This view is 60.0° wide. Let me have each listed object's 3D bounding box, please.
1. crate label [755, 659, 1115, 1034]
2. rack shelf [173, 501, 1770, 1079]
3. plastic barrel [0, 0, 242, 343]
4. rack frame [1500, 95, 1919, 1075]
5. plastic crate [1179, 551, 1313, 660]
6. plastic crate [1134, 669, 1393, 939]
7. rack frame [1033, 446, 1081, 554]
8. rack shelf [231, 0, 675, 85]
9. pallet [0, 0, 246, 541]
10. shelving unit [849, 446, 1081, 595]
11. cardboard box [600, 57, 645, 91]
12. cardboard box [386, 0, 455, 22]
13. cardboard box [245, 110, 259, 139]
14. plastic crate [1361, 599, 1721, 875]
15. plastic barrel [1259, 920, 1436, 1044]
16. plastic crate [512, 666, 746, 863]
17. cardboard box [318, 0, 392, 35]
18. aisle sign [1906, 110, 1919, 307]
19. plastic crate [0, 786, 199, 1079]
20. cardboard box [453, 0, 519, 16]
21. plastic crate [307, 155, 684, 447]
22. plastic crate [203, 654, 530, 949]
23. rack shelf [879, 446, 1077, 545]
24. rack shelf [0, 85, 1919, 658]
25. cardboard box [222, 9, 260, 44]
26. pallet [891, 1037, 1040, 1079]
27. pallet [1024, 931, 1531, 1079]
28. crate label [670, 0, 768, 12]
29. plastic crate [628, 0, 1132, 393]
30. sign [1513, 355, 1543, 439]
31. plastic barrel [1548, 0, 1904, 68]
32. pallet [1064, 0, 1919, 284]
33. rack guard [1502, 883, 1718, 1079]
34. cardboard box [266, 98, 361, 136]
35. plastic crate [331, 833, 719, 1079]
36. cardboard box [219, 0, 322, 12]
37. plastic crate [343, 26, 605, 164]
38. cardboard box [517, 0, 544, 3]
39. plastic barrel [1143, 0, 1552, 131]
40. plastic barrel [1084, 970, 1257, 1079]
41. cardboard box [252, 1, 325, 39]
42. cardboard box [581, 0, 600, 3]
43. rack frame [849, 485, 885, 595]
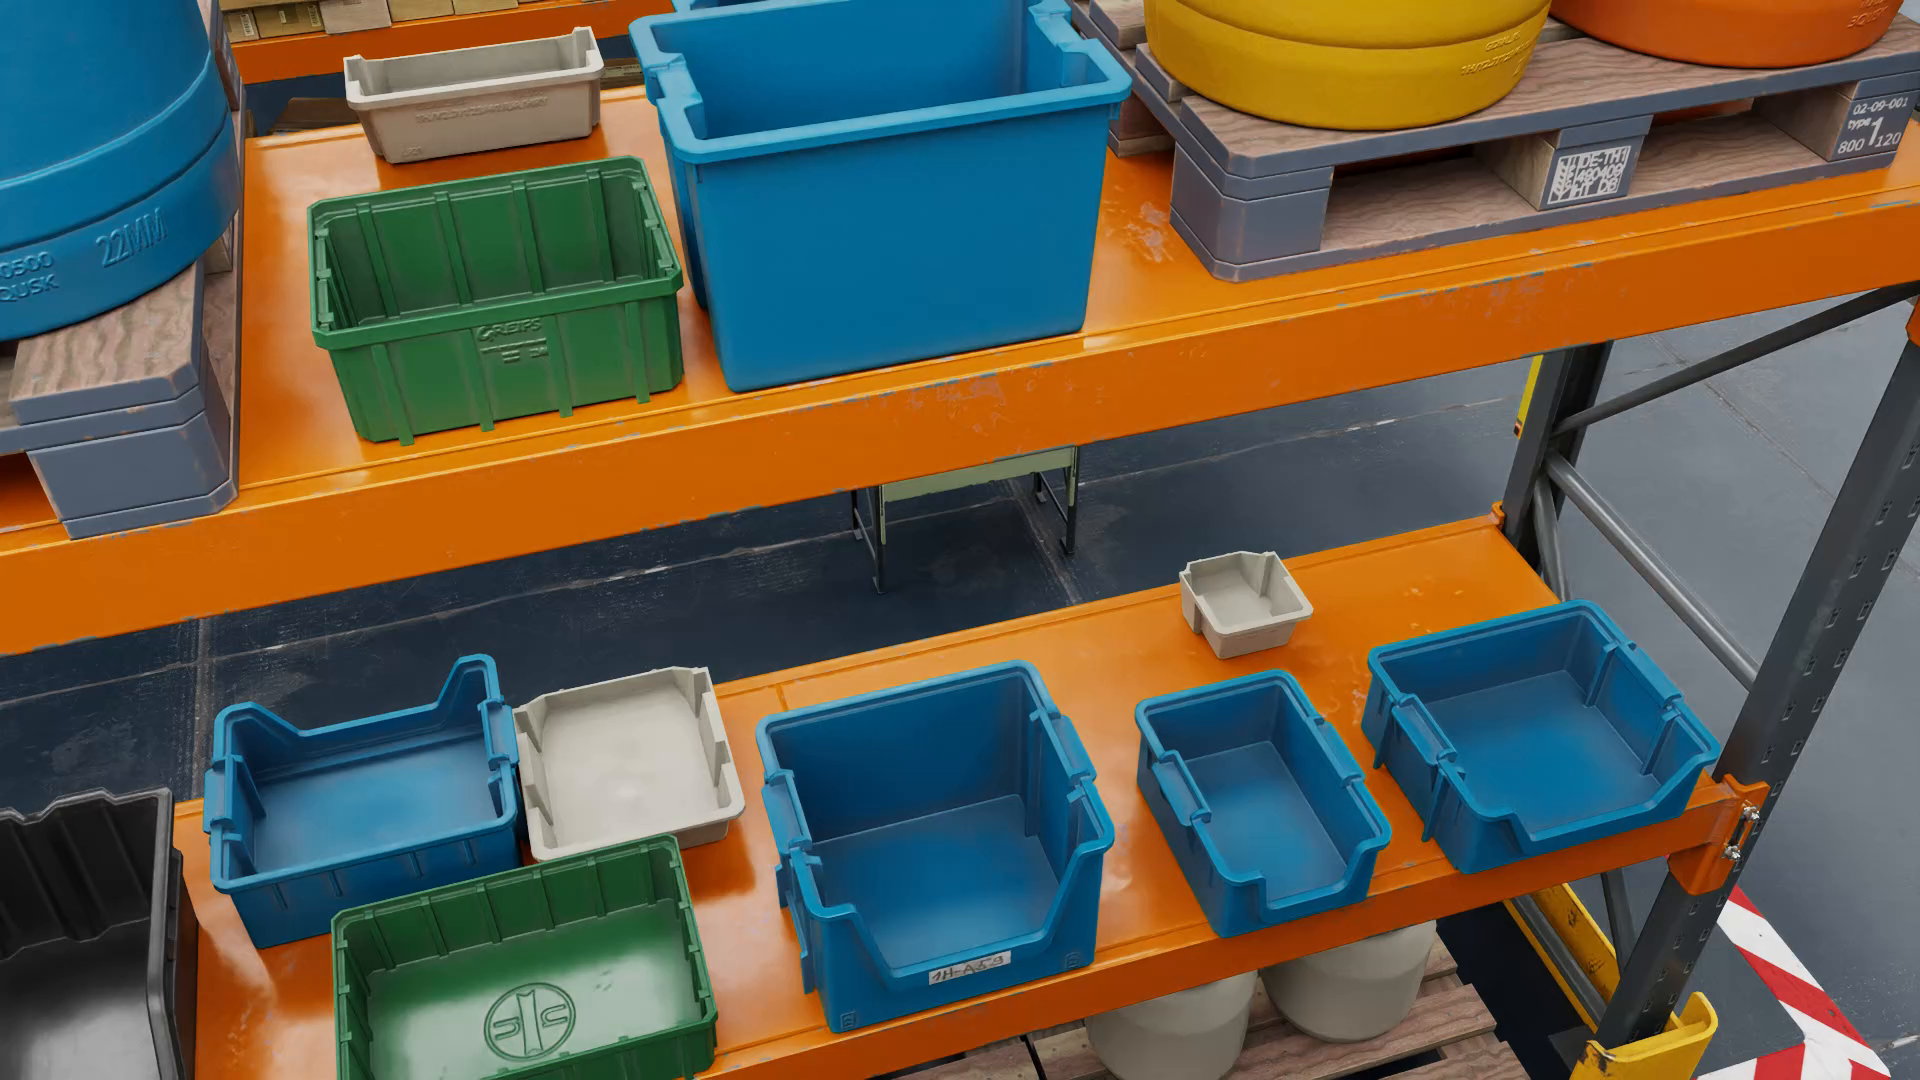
[{"bbox_3d":[-0.057,0.599,3.258,0.616,0.435,0.502,-12,42,-13],"label":"crate label"},{"bbox_3d":[-0.290,0.745,3.664,4.000,0.370,1.077,-12,42,-13],"label":"rack shelf"},{"bbox_3d":[-1.216,-0.737,1.833,0.708,0.901,0.600,-12,42,-13],"label":"plastic barrel"},{"bbox_3d":[1.618,0.079,3.880,0.127,3.000,1.000,-12,42,-13],"label":"rack frame"},{"bbox_3d":[0.668,0.153,3.995,0.250,0.136,0.298,-12,42,-13],"label":"plastic crate"},{"bbox_3d":[0.609,0.546,3.458,0.408,0.251,0.499,-12,42,-13],"label":"plastic crate"},{"bbox_3d":[0.355,-0.638,5.841,0.023,1.500,0.400,-12,42,-13],"label":"rack frame"},{"bbox_3d":[-1.778,-2.363,7.222,4.000,0.370,1.077,-12,42,-13],"label":"rack shelf"},{"bbox_3d":[-1.539,-0.393,2.284,1.003,0.211,1.213,-12,42,-13],"label":"pallet"},{"bbox_3d":[0.006,-0.566,5.758,0.755,1.500,0.431,-12,42,-13],"label":"shelving unit"},{"bbox_3d":[-1.633,-1.882,7.705,0.500,0.500,0.500,-8,42,-9],"label":"cardboard box"},{"bbox_3d":[-2.205,-2.260,6.748,0.250,0.149,0.380,-12,42,-13],"label":"cardboard box"},{"bbox_3d":[-3.292,-1.510,7.279,0.500,0.500,0.500,-13,43,-14],"label":"cardboard box"},{"bbox_3d":[1.230,0.422,3.601,0.616,0.251,0.499,-12,42,-13],"label":"plastic crate"},{"bbox_3d":[1.013,1.036,4.357,0.421,0.512,0.421,0,41,0],"label":"plastic barrel"},{"bbox_3d":[-0.725,0.489,3.611,0.437,0.136,0.530,-12,42,-13],"label":"plastic crate"},{"bbox_3d":[-2.431,-2.185,6.662,0.250,0.149,0.380,-12,42,-13],"label":"cardboard box"},{"bbox_3d":[1.776,-0.728,2.828,0.004,0.787,0.394,-12,42,-13],"label":"aisle sign"},{"bbox_3d":[-1.660,0.869,3.023,0.504,0.338,0.767,-12,42,-13],"label":"plastic crate"},{"bbox_3d":[-1.963,-2.303,6.797,0.250,0.149,0.380,-12,42,-13],"label":"cardboard box"},{"bbox_3d":[-0.611,-0.321,2.219,0.450,0.188,0.336,-12,42,-13],"label":"plastic crate"},{"bbox_3d":[-1.223,0.536,3.469,0.616,0.251,0.499,-12,42,-13],"label":"plastic crate"},{"bbox_3d":[0.006,-0.321,5.973,0.720,0.370,0.431,-12,42,-13],"label":"rack shelf"},{"bbox_3d":[-0.290,-0.385,2.677,4.000,0.370,1.077,-12,42,-13],"label":"rack shelf"},{"bbox_3d":[-2.917,-2.106,6.572,0.250,0.149,0.380,-12,42,-13],"label":"cardboard box"},{"bbox_3d":[-0.379,1.569,4.293,1.213,0.211,1.003,-12,42,-13],"label":"pallet"},{"bbox_3d":[0.783,1.331,4.566,1.213,0.211,1.003,-12,42,-13],"label":"pallet"},{"bbox_3d":[-0.267,-0.832,2.756,0.408,0.251,0.502,-12,42,-13],"label":"crate label"},{"bbox_3d":[-0.111,-0.479,2.251,0.575,0.384,0.392,-12,42,-13],"label":"plastic crate"},{"bbox_3d":[1.457,-0.372,4.185,0.005,0.325,0.100,-12,42,-13],"label":"sign"},{"bbox_3d":[1.192,-1.195,2.412,0.708,0.830,0.600,-12,42,-13],"label":"plastic barrel"},{"bbox_3d":[0.799,-0.878,2.838,1.213,0.211,1.003,-12,42,-13],"label":"pallet"},{"bbox_3d":[1.559,1.065,4.651,0.348,0.500,1.175,-12,42,-13],"label":"rack guard"},{"bbox_3d":[-2.748,-1.628,7.414,0.500,0.500,0.500,1,41,1],"label":"cardboard box"},{"bbox_3d":[-0.818,0.858,3.149,0.662,0.188,0.450,-12,42,-13],"label":"plastic crate"},{"bbox_3d":[-2.750,-2.515,6.547,0.500,0.500,0.875,-12,42,-13],"label":"cardboard box"},{"bbox_3d":[-0.788,-0.732,2.728,0.396,0.136,0.243,-12,42,-13],"label":"plastic crate"},{"bbox_3d":[-1.738,-2.381,6.886,0.250,0.149,0.380,-12,42,-13],"label":"cardboard box"},{"bbox_3d":[0.569,-0.975,2.344,0.600,0.588,0.600,0,41,0],"label":"plastic barrel"},{"bbox_3d":[0.535,1.135,4.243,0.421,0.512,0.421,0,41,0],"label":"plastic barrel"},{"bbox_3d":[-2.682,-2.161,6.635,0.250,0.149,0.380,-12,42,-13],"label":"cardboard box"},{"bbox_3d":[-1.479,-2.387,6.893,0.250,0.149,0.380,-12,42,-13],"label":"cardboard box"},{"bbox_3d":[-0.343,-0.494,5.675,0.023,1.500,0.400,-12,42,-13],"label":"rack frame"}]
